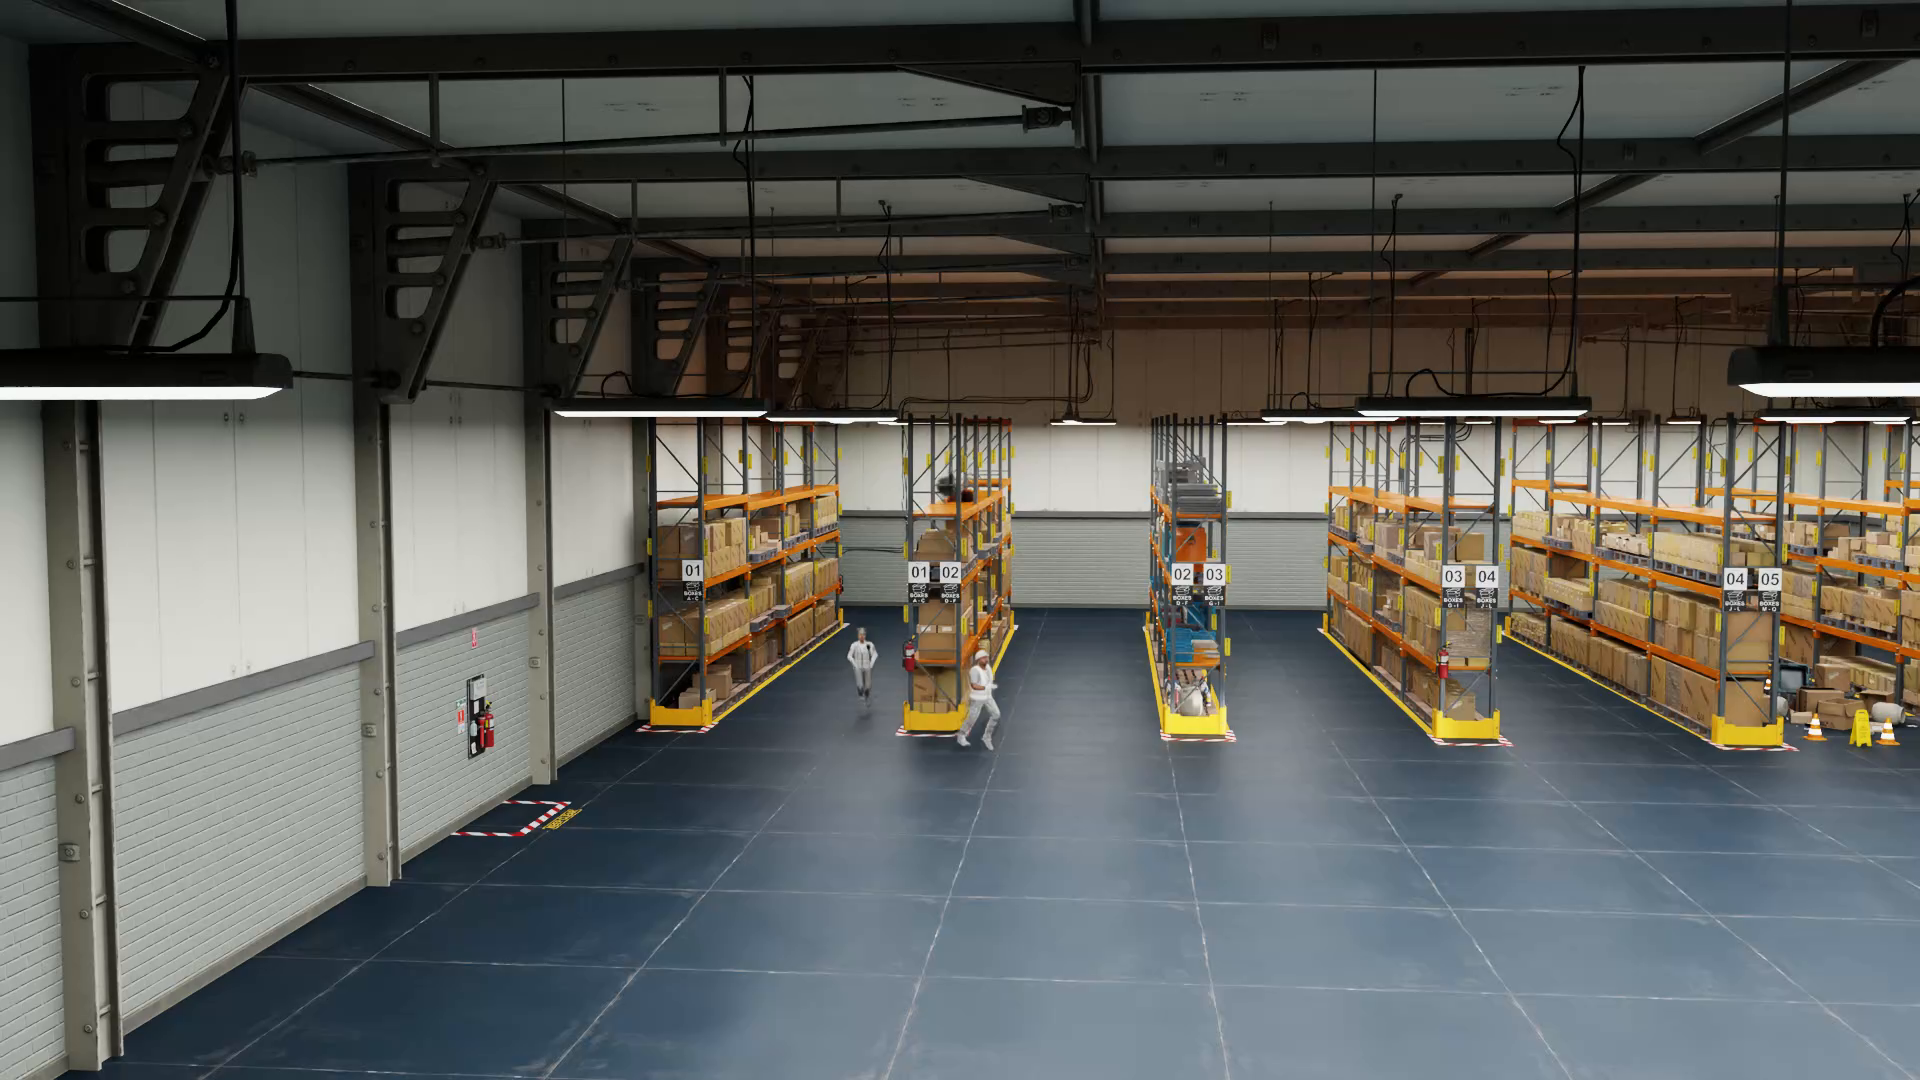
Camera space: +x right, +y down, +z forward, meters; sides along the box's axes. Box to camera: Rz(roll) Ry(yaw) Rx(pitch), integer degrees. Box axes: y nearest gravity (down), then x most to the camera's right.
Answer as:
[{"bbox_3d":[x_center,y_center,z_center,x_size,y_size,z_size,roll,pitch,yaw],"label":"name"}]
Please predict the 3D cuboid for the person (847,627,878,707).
[{"bbox_3d":[-1.937,2.551,33.092,0.609,1.628,0.524,0,4,-4],"label":"person"}]

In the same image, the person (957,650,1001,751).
[{"bbox_3d":[0.380,2.842,29.566,0.897,1.801,0.694,3,5,40],"label":"person"}]

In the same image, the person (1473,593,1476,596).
[{"bbox_3d":[13.746,1.966,43.838,0.661,1.666,0.878,0,4,-2],"label":"person"}]
